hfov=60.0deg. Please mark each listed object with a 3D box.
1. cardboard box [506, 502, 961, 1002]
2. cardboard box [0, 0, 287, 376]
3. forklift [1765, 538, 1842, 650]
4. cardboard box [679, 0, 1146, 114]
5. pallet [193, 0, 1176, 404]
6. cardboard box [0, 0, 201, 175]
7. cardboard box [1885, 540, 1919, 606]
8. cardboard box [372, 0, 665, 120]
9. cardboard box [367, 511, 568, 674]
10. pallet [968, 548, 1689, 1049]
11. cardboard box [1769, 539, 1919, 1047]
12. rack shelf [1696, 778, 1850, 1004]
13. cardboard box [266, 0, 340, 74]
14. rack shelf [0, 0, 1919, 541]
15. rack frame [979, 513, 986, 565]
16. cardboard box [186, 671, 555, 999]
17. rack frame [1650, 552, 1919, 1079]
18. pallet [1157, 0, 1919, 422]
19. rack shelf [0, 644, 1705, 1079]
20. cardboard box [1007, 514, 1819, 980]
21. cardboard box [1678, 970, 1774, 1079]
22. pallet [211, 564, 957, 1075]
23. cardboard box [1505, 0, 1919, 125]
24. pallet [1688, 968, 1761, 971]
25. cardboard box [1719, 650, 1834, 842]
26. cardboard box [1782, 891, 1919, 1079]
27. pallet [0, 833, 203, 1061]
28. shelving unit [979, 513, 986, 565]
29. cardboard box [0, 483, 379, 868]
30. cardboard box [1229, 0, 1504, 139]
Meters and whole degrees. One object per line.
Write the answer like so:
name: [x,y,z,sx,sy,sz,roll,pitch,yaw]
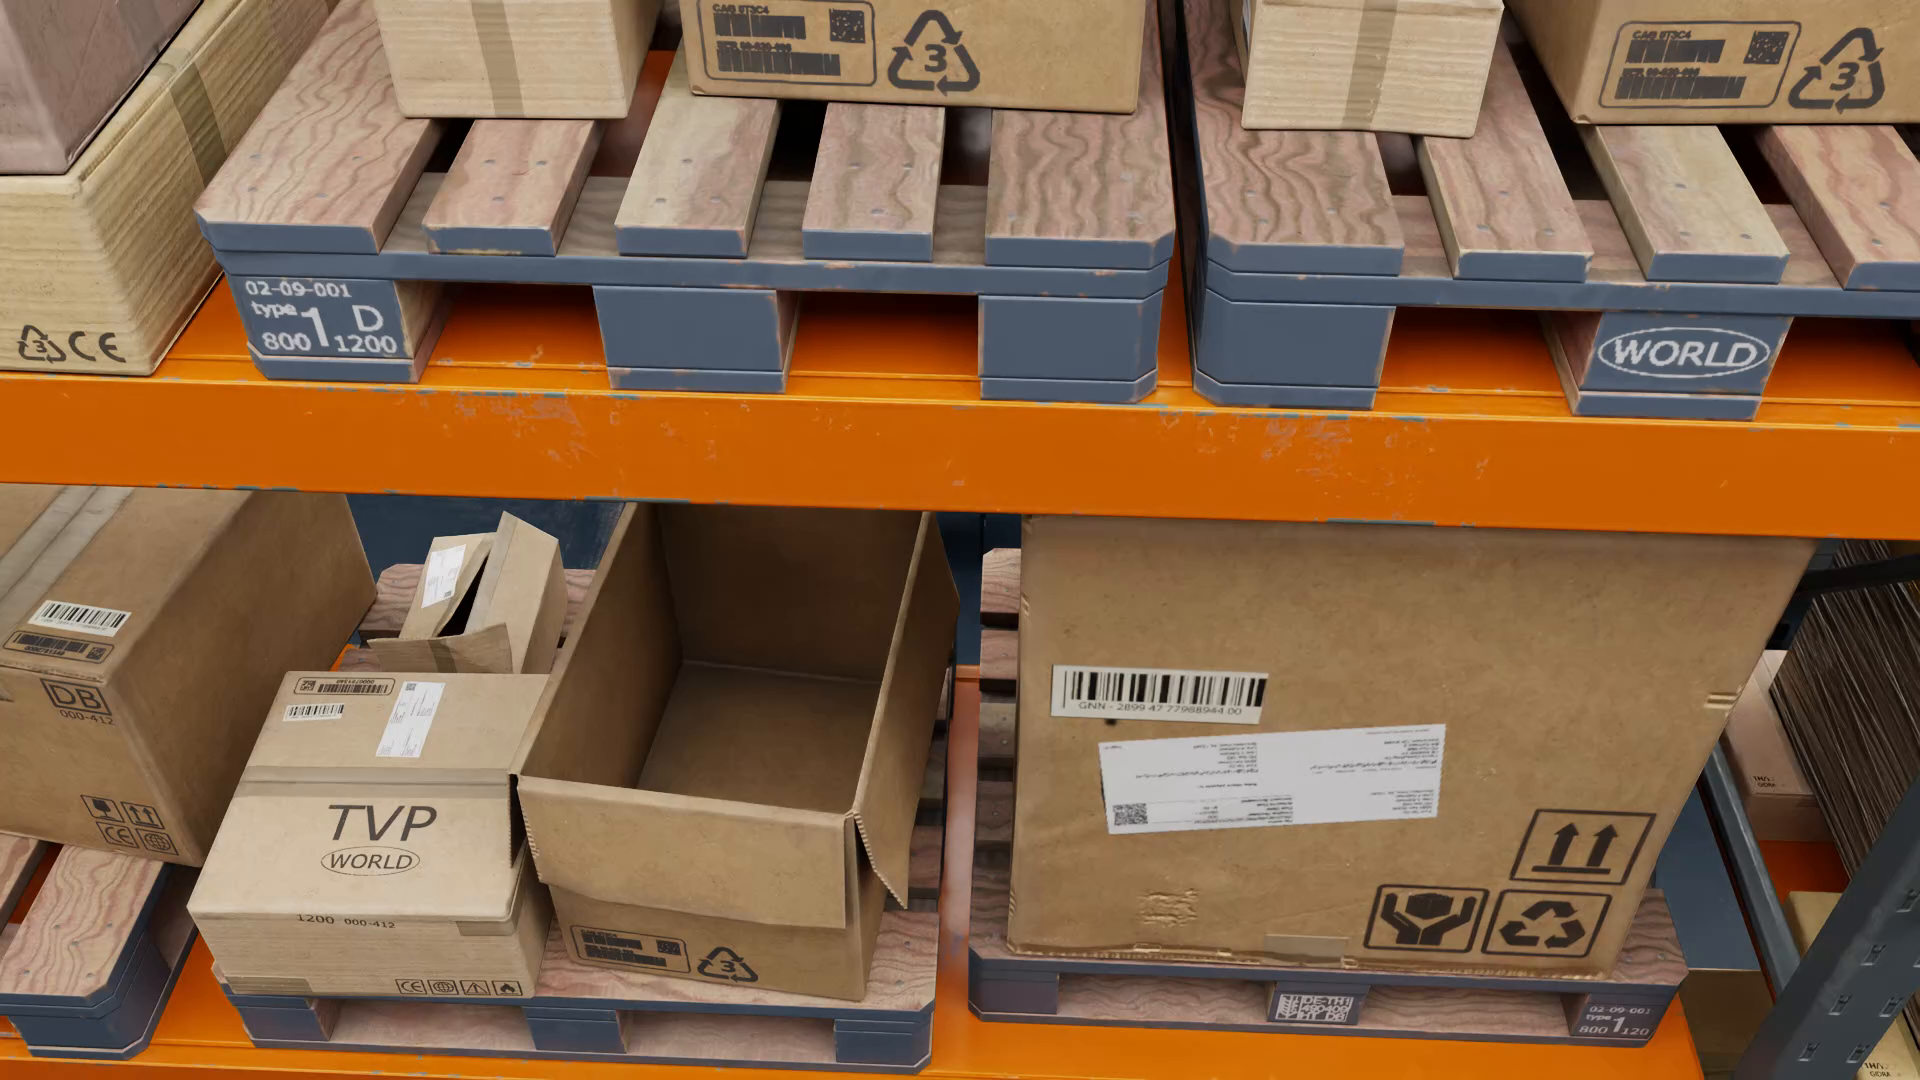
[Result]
cardboard box: [-0.346,0.322,2.820,0.637,0.503,0.797,6,43,6]
cardboard box: [-1.121,-0.448,1.940,0.500,0.250,0.500,3,43,3]
forklift: [2.267,-1.071,4.749,3.031,2.935,1.130,0,43,0]
cardboard box: [-0.016,-0.895,1.926,0.637,0.503,0.797,3,43,4]
pallet: [-0.258,-0.646,2.180,1.003,0.211,1.213,2,43,2]
cardboard box: [-1.138,-0.718,1.679,0.500,0.500,0.500,1,43,1]
cardboard box: [1.852,-0.181,2.718,0.500,0.500,0.500,2,43,2]
cardboard box: [-0.487,-0.651,1.911,0.250,0.166,0.380,1,43,1]
cardboard box: [-0.928,0.144,3.185,0.258,0.266,0.396,1,43,1]
pallet: [0.633,0.452,3.205,1.213,0.211,1.003,2,43,2]
cardboard box: [1.837,0.414,2.813,0.500,0.500,0.875,2,43,2]
rack shelf: [3.388,0.829,3.188,4.000,0.370,1.077,2,43,2]
cardboard box: [-1.122,-0.791,2.307,0.500,0.250,0.500,3,43,3]
rack shelf: [-0.608,-0.392,2.297,4.000,0.370,1.077,2,43,2]
rack frame: [0.078,-0.437,5.338,0.015,1.200,0.240,2,43,2]
cardboard box: [-0.942,0.490,2.825,0.500,0.250,0.500,1,43,1]
rack frame: [1.390,0.504,3.008,0.127,3.000,1.000,2,43,2]
pallet: [0.778,-0.616,2.148,1.003,0.211,1.213,2,43,2]
rack shelf: [-0.608,0.706,3.319,4.000,0.370,1.077,2,43,2]
cardboard box: [0.603,0.011,2.789,1.000,1.000,1.000,2,43,2]
cardboard box: [1.788,1.304,3.675,0.500,0.500,0.500,1,43,1]
pallet: [-0.626,0.484,3.170,1.213,0.211,1.003,2,43,2]
cardboard box: [0.925,-0.867,1.895,0.637,0.503,0.797,0,43,0]
pallet: [2.063,1.521,3.963,1.213,0.211,1.003,2,43,2]
cardboard box: [1.618,0.402,3.302,0.250,0.149,0.380,2,43,2]
cardboard box: [1.591,0.807,2.867,0.250,0.149,0.380,2,43,2]
pallet: [-1.889,0.401,3.260,1.003,0.211,1.213,2,43,2]
shelving unit: [-0.165,-0.444,5.346,0.503,1.200,0.258,2,43,2]
cardboard box: [-1.502,0.129,3.029,0.500,0.500,0.700,8,44,8]
cardboard box: [0.447,-0.659,1.846,0.258,0.266,0.396,3,43,3]
